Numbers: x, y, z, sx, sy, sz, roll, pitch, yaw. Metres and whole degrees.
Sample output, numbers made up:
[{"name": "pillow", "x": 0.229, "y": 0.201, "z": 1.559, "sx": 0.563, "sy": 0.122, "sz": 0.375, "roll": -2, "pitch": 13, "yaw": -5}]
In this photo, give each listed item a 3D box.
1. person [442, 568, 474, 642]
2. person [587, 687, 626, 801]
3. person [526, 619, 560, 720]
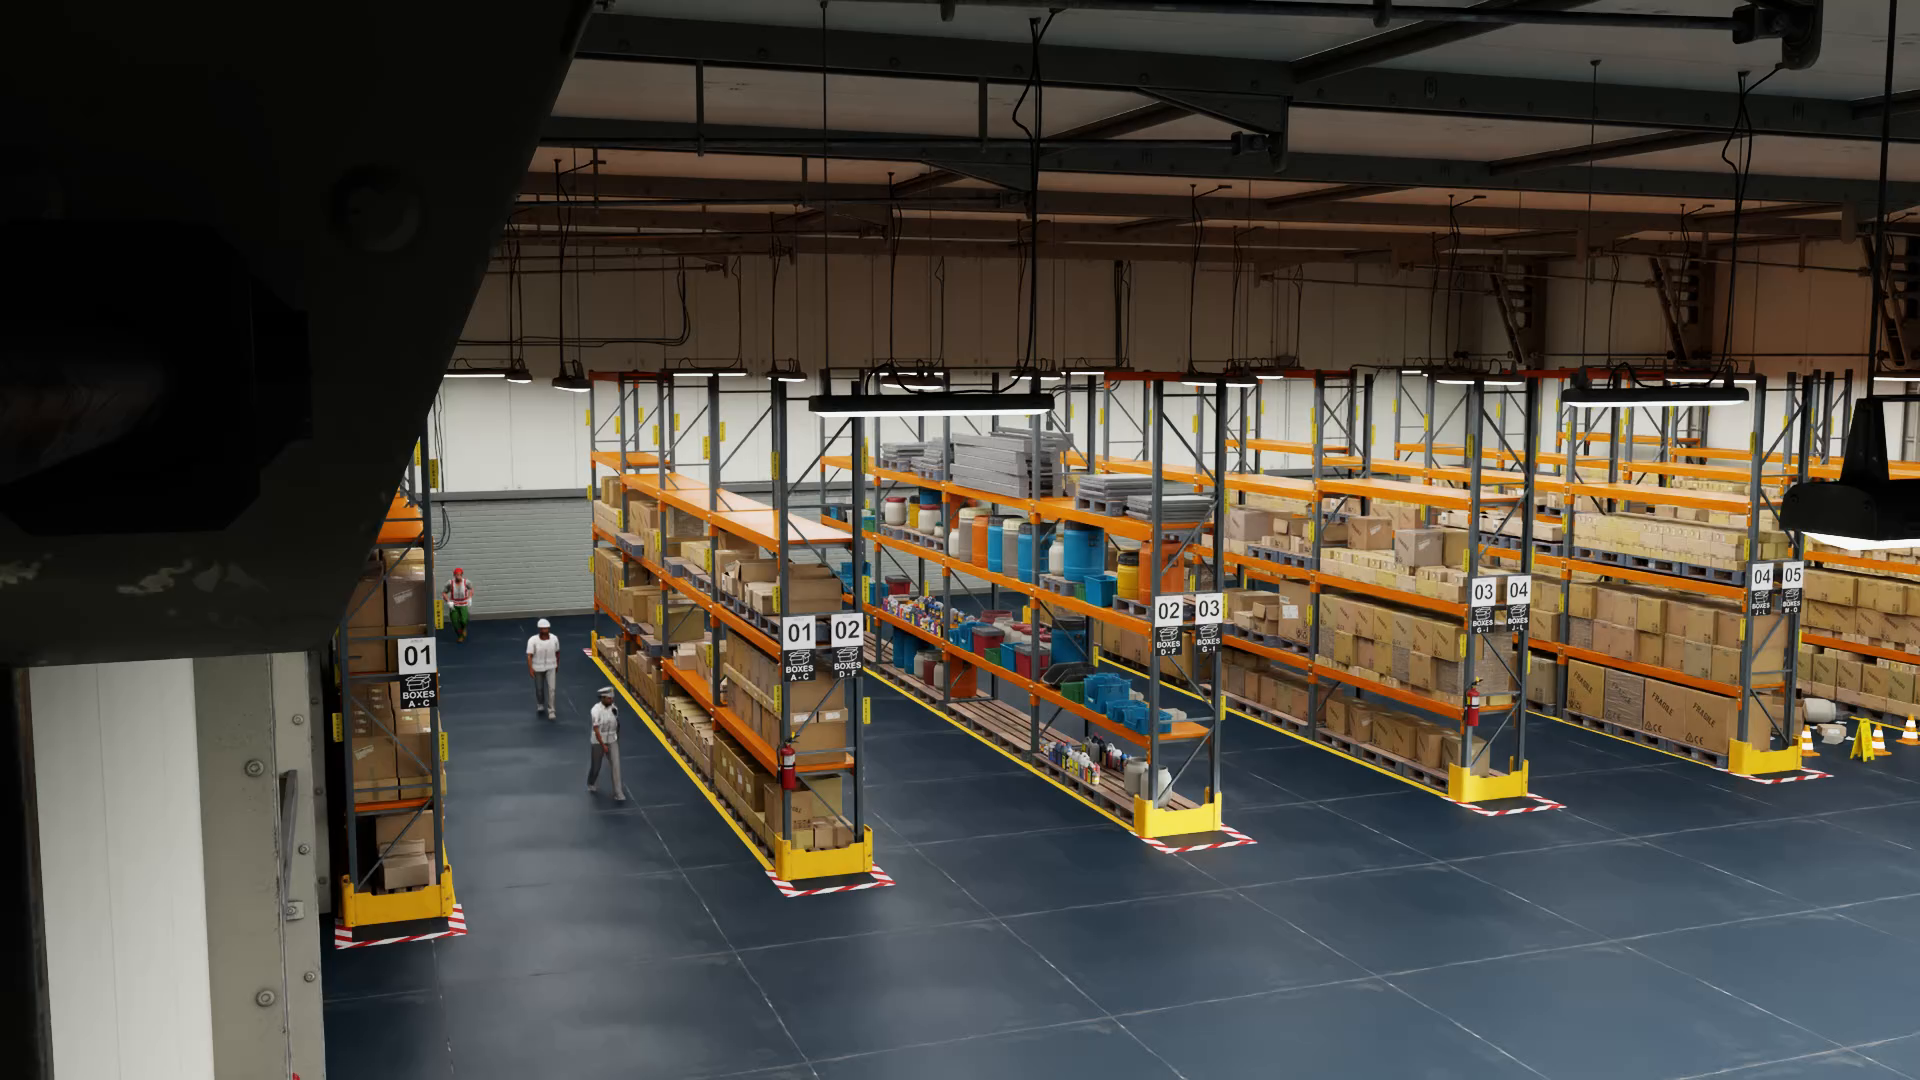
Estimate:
[{"name": "person", "x": -11.019, "y": 1.427, "z": 36.521, "sx": 0.654, "sy": 1.685, "sz": 0.639, "roll": -1, "pitch": 7, "yaw": -13}, {"name": "person", "x": -5.041, "y": 2.882, "z": 23.751, "sx": 0.438, "sy": 1.581, "sz": 1.068, "roll": -5, "pitch": 8, "yaw": -35}, {"name": "person", "x": -7.251, "y": 2.231, "z": 28.973, "sx": 0.573, "sy": 1.704, "sz": 1.077, "roll": -2, "pitch": 7, "yaw": -18}]
